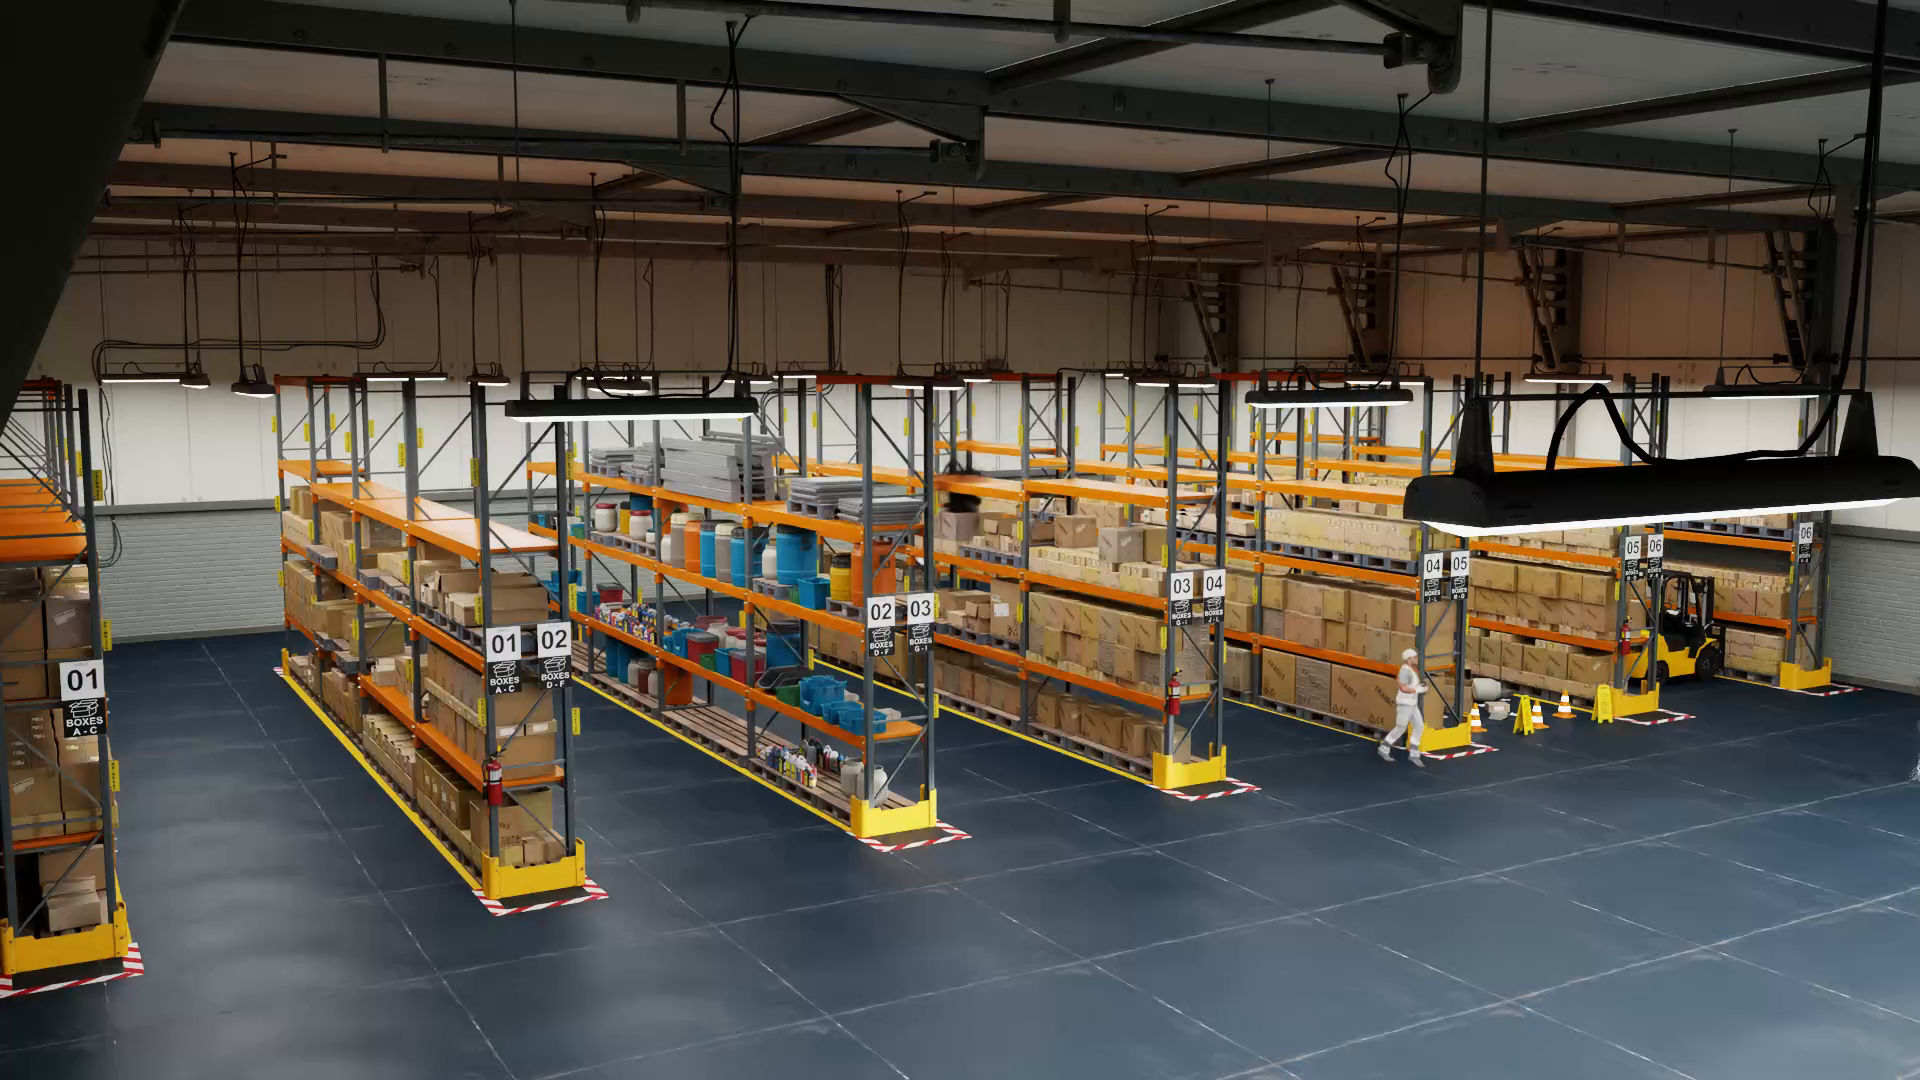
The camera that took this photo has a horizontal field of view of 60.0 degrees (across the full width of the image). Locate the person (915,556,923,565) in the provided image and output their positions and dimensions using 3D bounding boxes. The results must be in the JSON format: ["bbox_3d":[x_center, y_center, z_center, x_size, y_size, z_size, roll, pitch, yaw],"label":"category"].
[{"bbox_3d":[-1.132,0.951,41.745,0.555,1.619,0.622,-3,7,-28],"label":"person"}]

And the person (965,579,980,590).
[{"bbox_3d":[0.352,0.882,42.629,0.629,1.583,0.539,-3,7,-25],"label":"person"}]

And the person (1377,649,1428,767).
[{"bbox_3d":[6.930,2.615,25.954,0.743,1.854,0.667,3,7,27],"label":"person"}]
